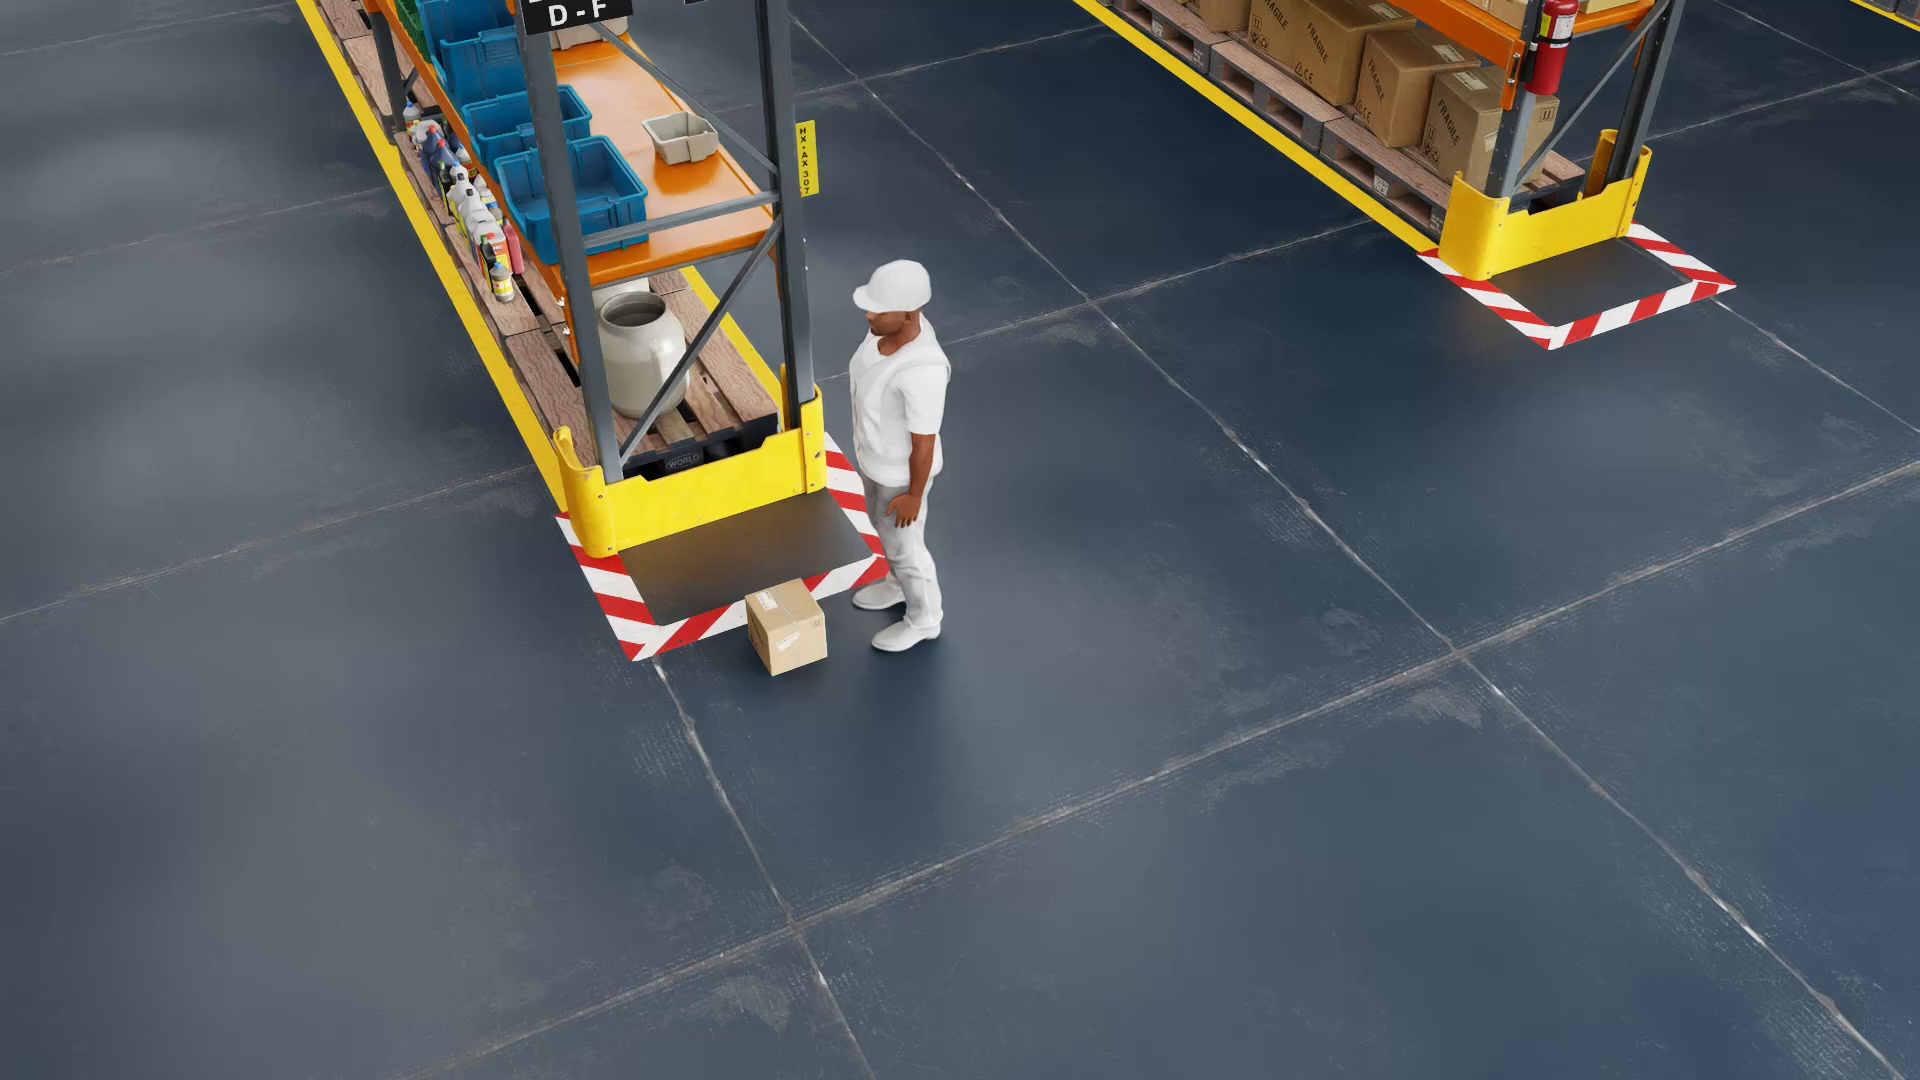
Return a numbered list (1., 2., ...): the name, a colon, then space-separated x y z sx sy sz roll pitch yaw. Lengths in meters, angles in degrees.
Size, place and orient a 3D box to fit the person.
1. person: -0.241 -0.318 6.509 0.353 1.761 0.563 -13 43 -14
